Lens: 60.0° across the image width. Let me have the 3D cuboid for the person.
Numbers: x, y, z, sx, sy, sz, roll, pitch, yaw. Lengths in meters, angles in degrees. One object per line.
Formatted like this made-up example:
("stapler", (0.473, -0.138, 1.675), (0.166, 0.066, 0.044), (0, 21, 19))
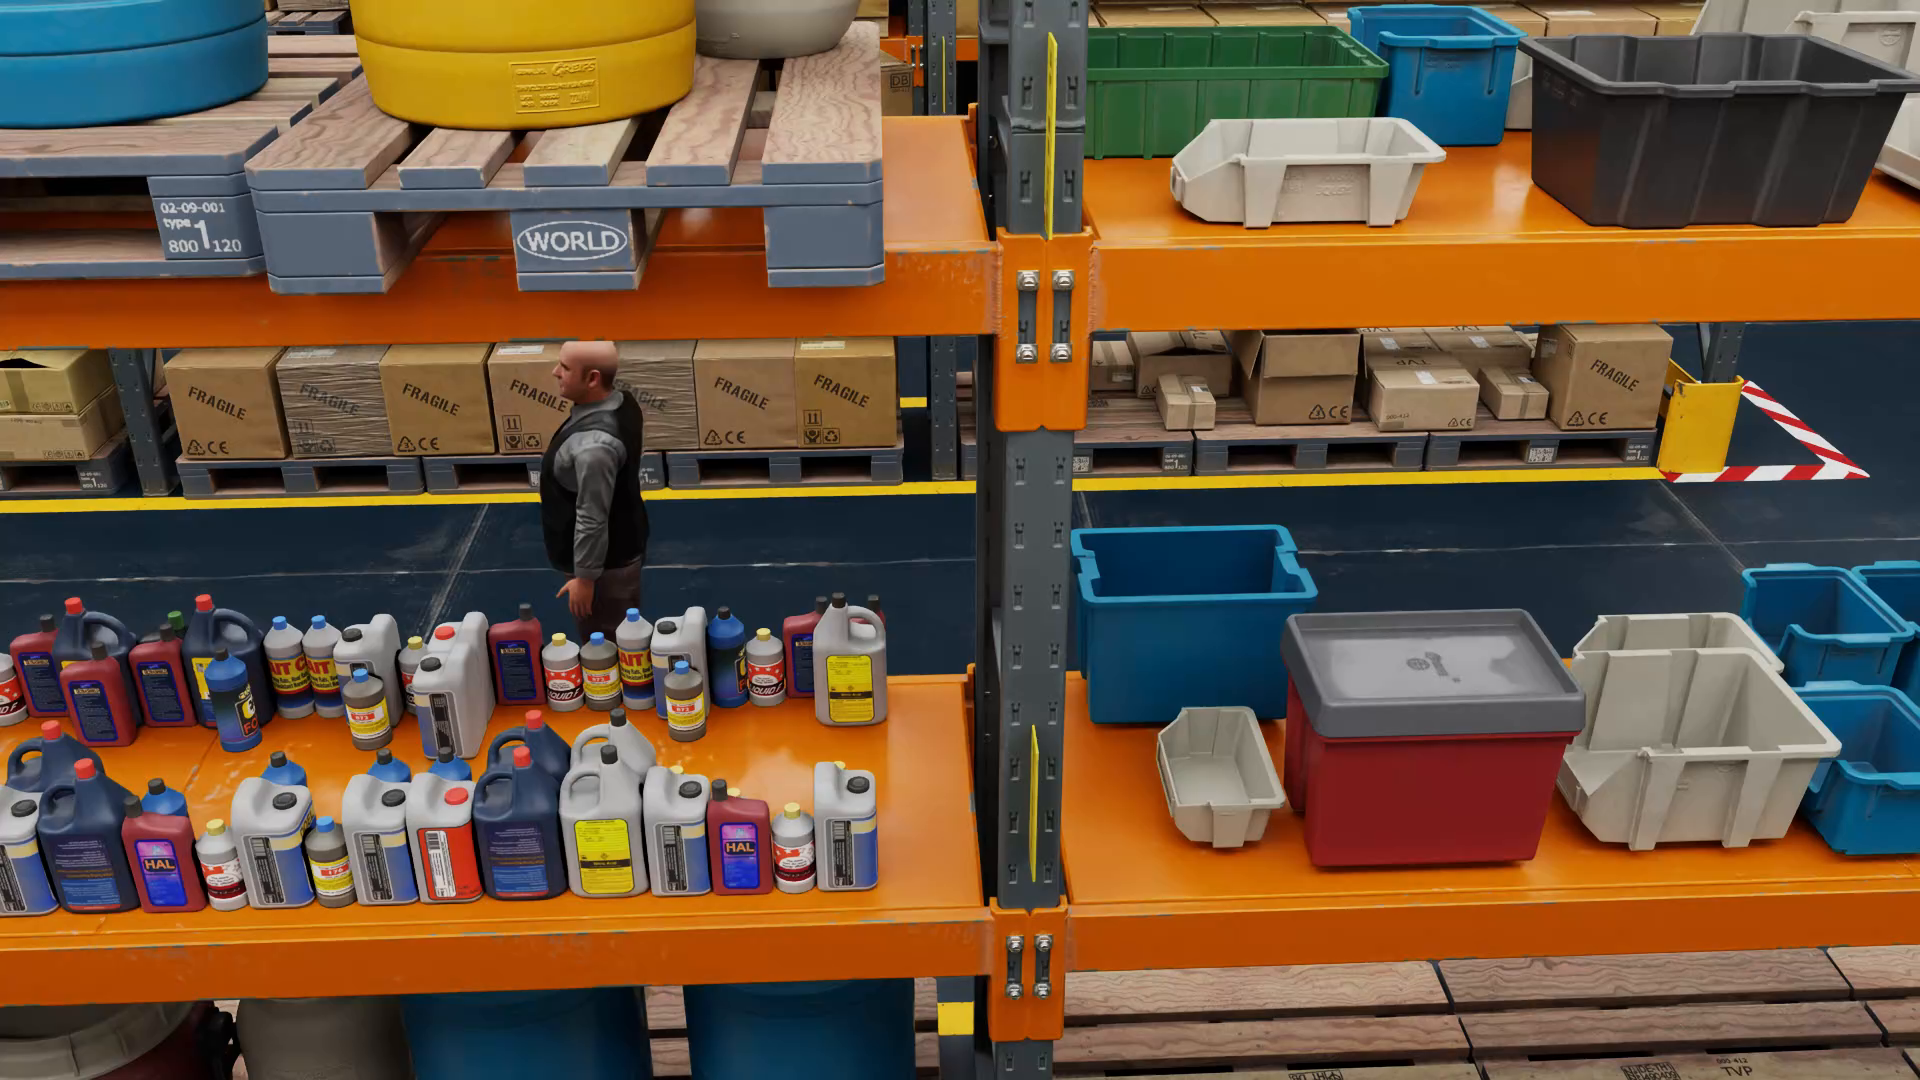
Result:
("person", (-1.299, 0.070, 6.009), (0.359, 1.723, 0.530), (-1, 27, -1))
